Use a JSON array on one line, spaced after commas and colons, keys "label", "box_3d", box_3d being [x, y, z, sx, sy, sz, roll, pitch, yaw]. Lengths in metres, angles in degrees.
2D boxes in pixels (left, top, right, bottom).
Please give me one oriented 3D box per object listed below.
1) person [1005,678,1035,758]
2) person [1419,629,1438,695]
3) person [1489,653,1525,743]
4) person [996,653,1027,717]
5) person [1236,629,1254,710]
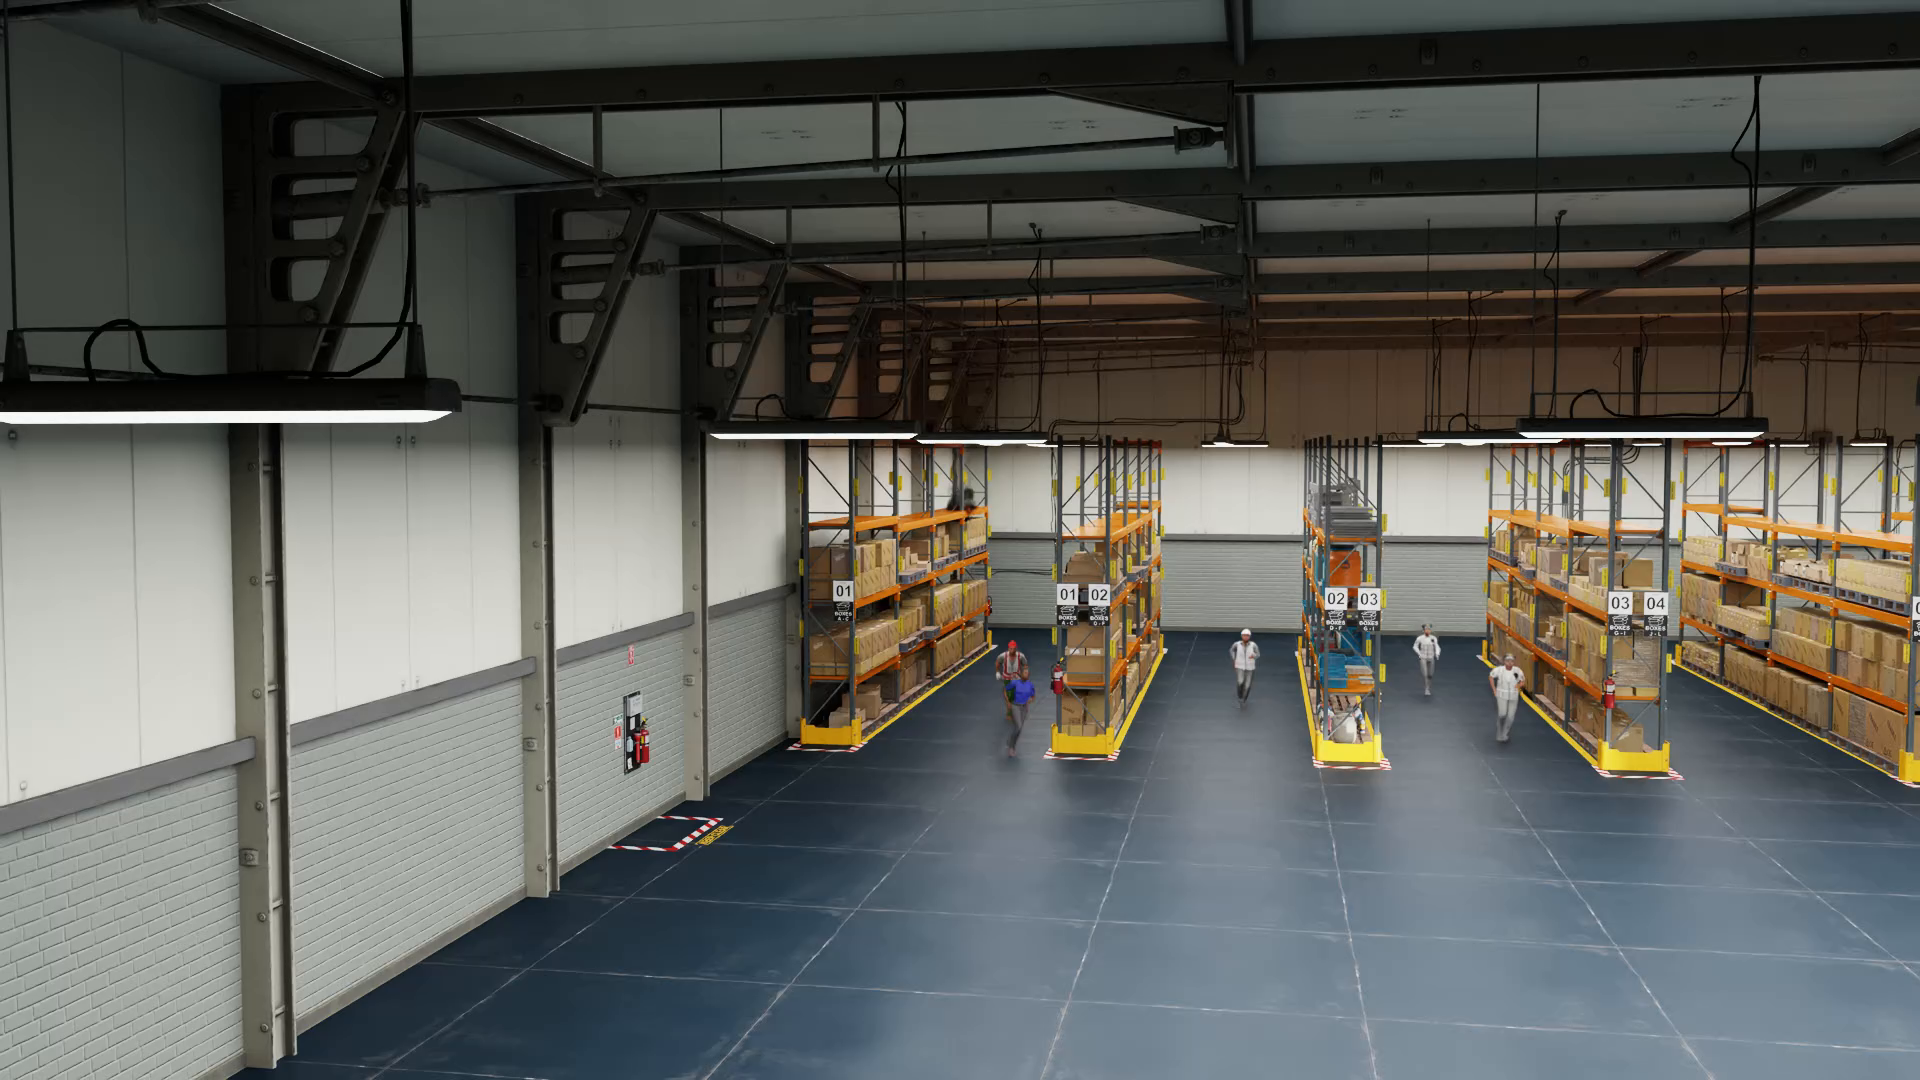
[{"label": "person", "box_3d": [1.092, 3.331, 31.282, 0.600, 1.484, 0.550, -2, 3, -27]}, {"label": "person", "box_3d": [11.019, 2.811, 39.203, 0.456, 1.616, 0.598, 0, 3, 8]}, {"label": "person", "box_3d": [10.714, 3.089, 32.523, 0.648, 1.782, 0.747, 0, 3, 7]}, {"label": "person", "box_3d": [1.098, 3.071, 35.221, 0.632, 1.398, 0.695, 0, 3, -5]}, {"label": "person", "box_3d": [6.308, 2.859, 36.826, 0.417, 1.797, 0.764, 0, 3, 3]}]
